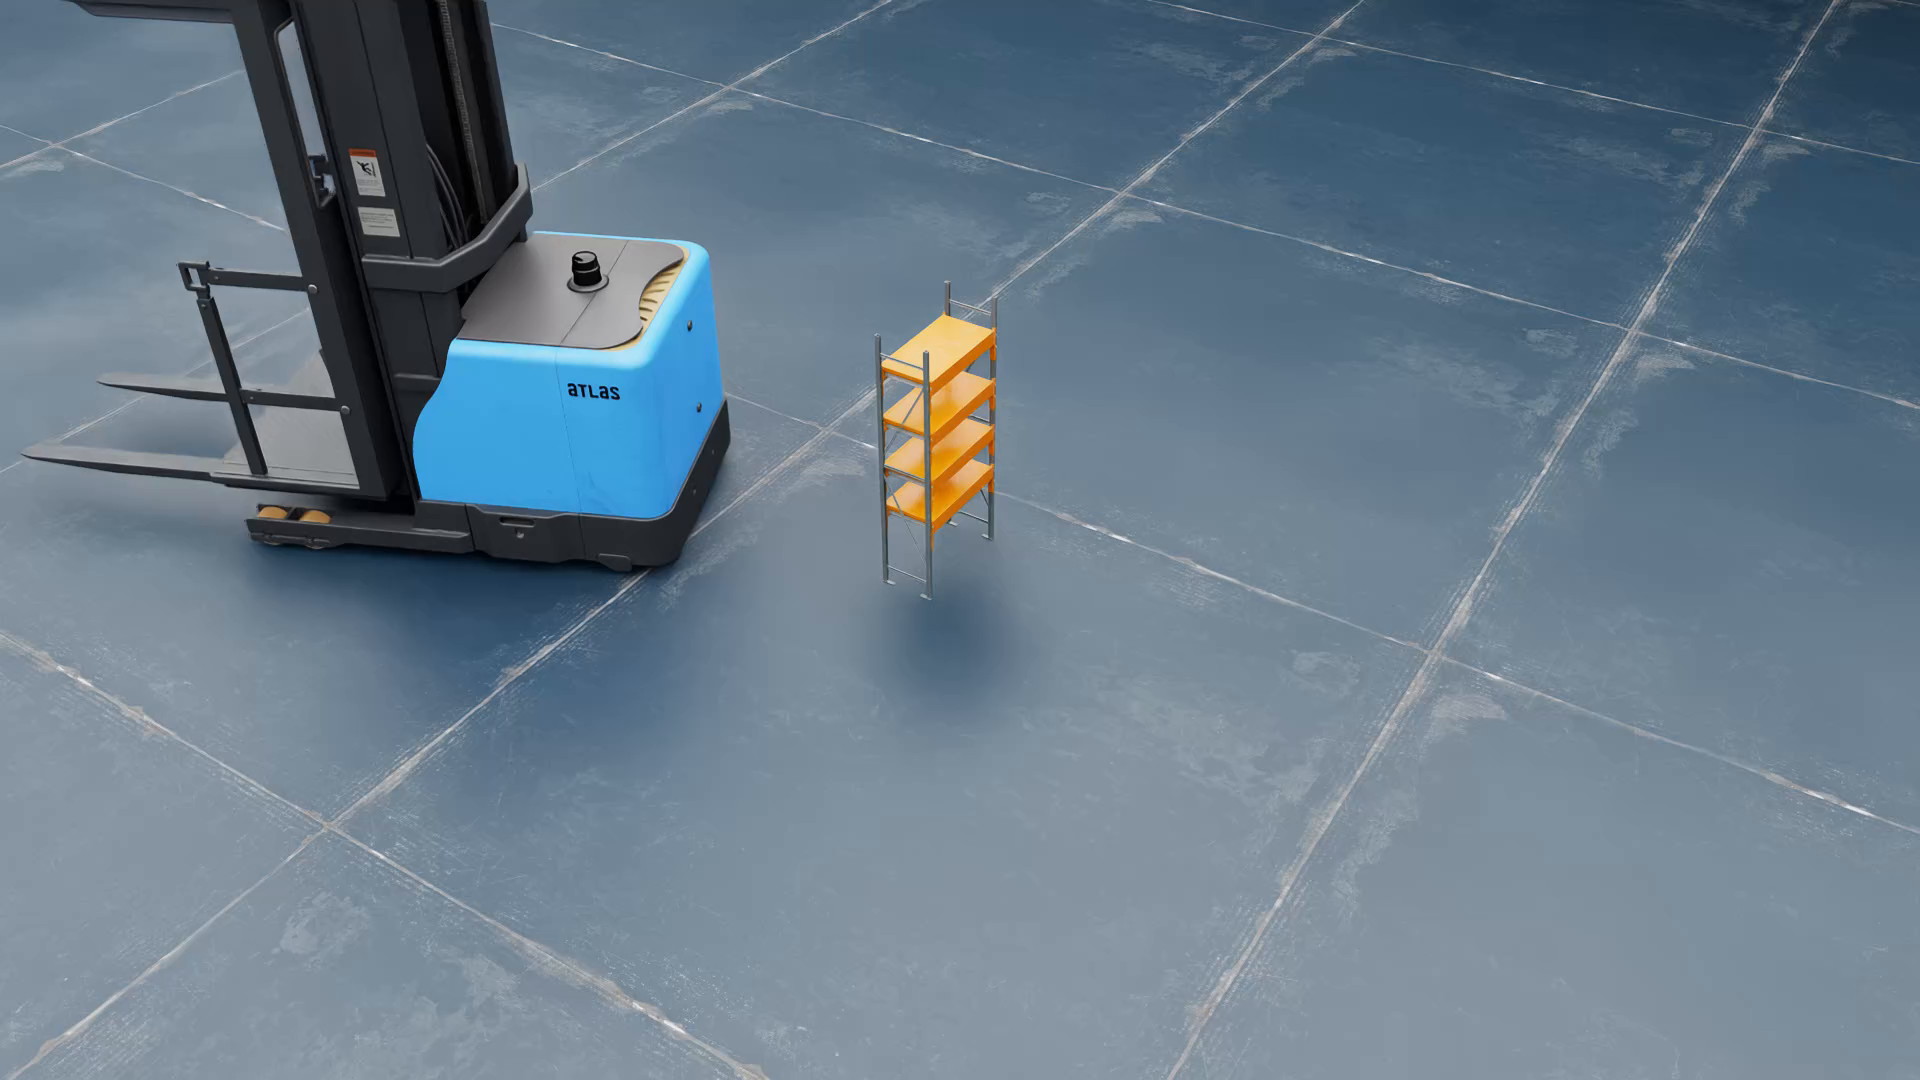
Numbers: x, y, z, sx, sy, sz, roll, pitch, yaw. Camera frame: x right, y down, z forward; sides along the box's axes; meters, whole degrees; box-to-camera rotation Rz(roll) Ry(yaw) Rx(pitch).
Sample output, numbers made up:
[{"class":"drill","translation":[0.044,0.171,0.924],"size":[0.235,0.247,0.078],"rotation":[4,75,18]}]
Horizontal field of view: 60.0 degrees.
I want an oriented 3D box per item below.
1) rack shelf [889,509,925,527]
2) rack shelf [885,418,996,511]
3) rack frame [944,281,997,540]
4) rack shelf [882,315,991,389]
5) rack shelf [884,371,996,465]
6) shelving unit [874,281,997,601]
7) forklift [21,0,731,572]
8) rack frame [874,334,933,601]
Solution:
[{"class":"rack shelf","translation":[-0.089,-0.202,6.918],"size":[0.199,0.029,0.442],"rotation":[21,42,25]},{"class":"rack shelf","translation":[-0.089,-0.337,6.814],"size":[0.258,0.148,0.480],"rotation":[21,42,25]},{"class":"rack frame","translation":[0.042,-0.516,6.936],"size":[0.240,1.200,0.015],"rotation":[21,42,25]},{"class":"rack shelf","translation":[-0.089,-0.732,6.509],"size":[0.221,0.050,0.457],"rotation":[21,42,25]},{"class":"rack shelf","translation":[-0.089,-0.514,6.677],"size":[0.258,0.148,0.480],"rotation":[21,42,25]},{"class":"shelving unit","translation":[-0.089,-0.390,6.773],"size":[0.258,1.200,0.503],"rotation":[21,42,25]},{"class":"forklift","translation":[-2.626,-1.435,6.711],"size":[3.031,2.935,1.130],"rotation":[5,38,7]},{"class":"rack frame","translation":[-0.219,-0.264,6.610],"size":[0.240,1.200,0.015],"rotation":[21,42,25]}]
